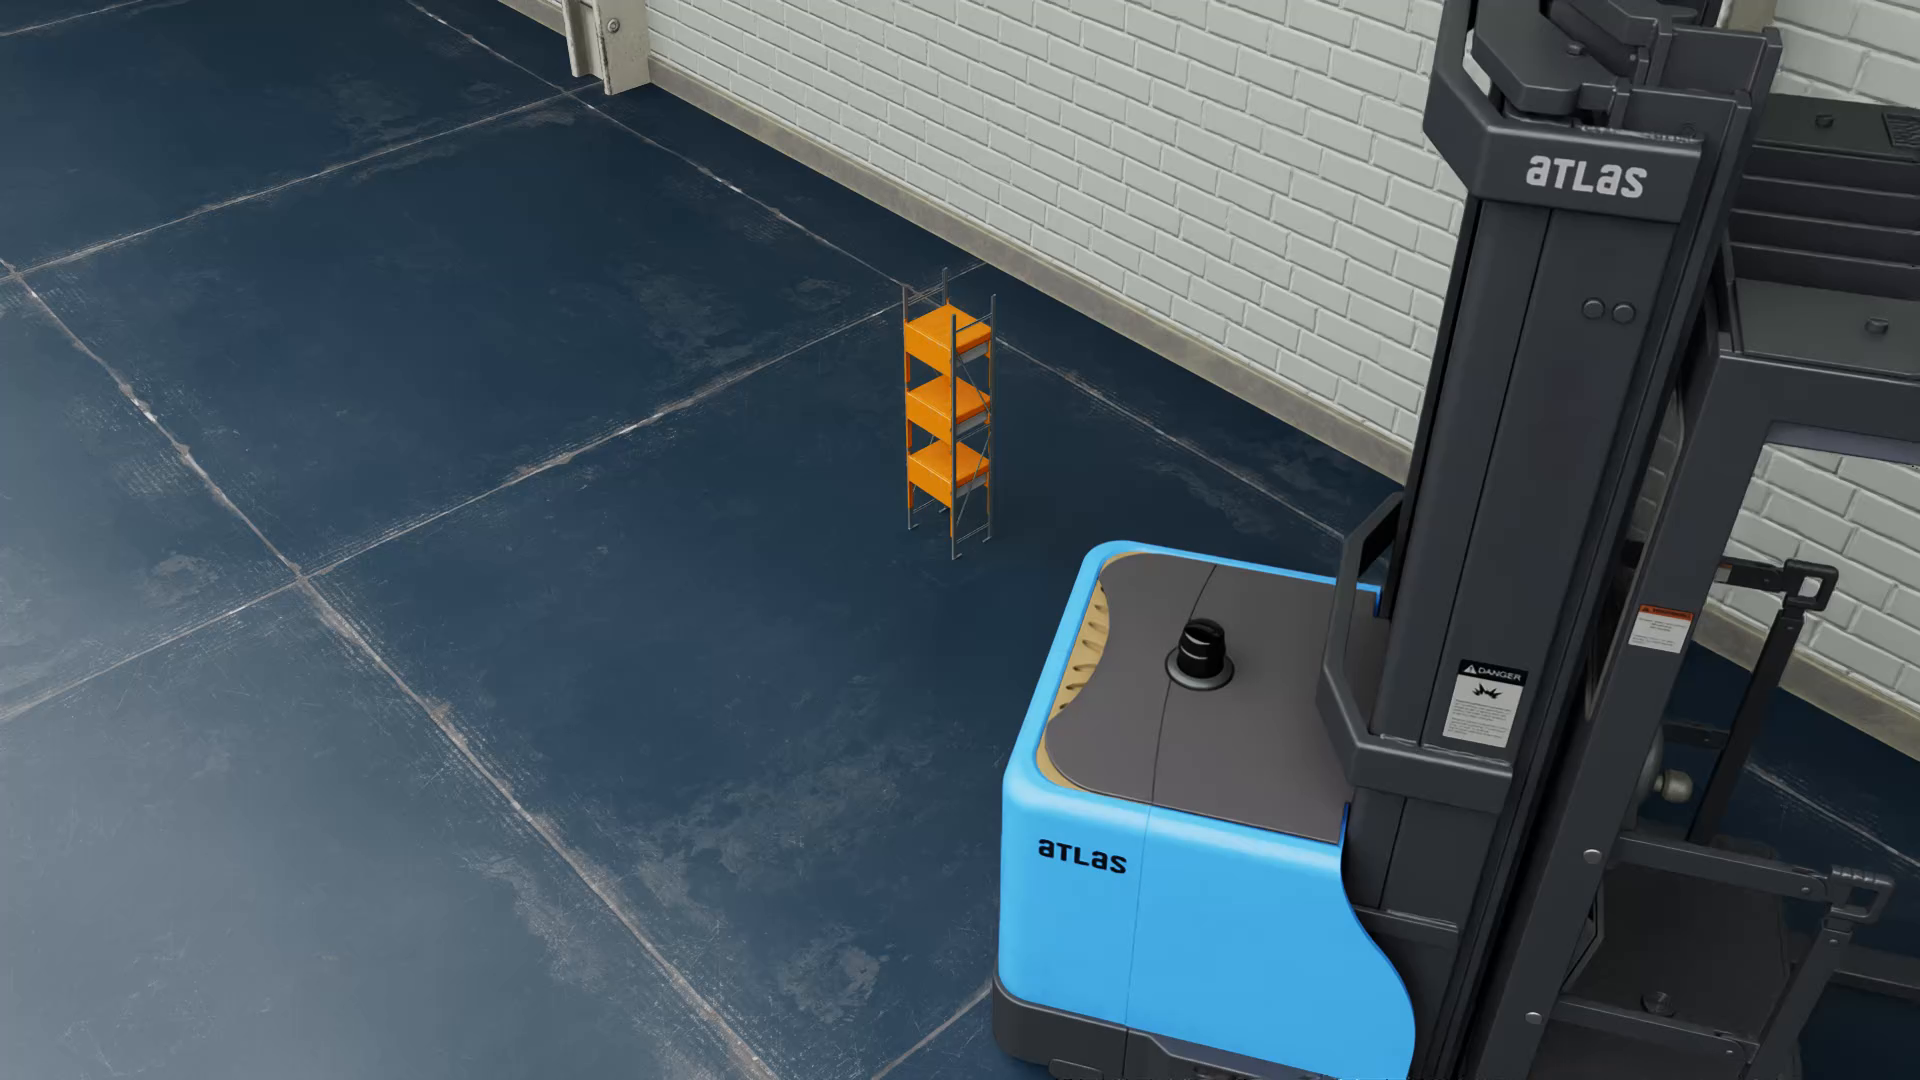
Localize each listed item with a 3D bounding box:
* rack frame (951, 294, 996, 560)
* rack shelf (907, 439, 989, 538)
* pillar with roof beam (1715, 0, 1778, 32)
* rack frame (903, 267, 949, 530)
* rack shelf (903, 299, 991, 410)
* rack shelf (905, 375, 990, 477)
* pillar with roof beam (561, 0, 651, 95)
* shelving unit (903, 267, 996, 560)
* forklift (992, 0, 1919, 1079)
[{"bbox_3d":[0.046,-0.377,5.881,0.200,1.050,0.008,-30,48,-32],"label":"rack frame"},{"bbox_3d":[-0.036,-0.209,6.132,0.215,0.259,0.240,-30,48,-32],"label":"rack shelf"},{"bbox_3d":[-1.100,-1.548,1.005,9.100,9.000,0.400,-30,48,-32],"label":"pillar with roof beam"},{"bbox_3d":[-0.119,-0.490,6.021,0.200,1.050,0.008,-30,48,-32],"label":"rack frame"},{"bbox_3d":[-0.036,-0.646,5.779,0.215,0.259,0.240,-30,48,-32],"label":"rack shelf"},{"bbox_3d":[-0.036,-0.425,5.957,0.215,0.259,0.240,-30,48,-32],"label":"rack shelf"},{"bbox_3d":[-5.158,-4.325,4.443,9.100,9.000,0.400,-30,48,-32],"label":"pillar with roof beam"},{"bbox_3d":[-0.036,-0.433,5.951,0.215,1.050,0.252,-30,48,-32],"label":"shelving unit"},{"bbox_3d":[1.662,0.232,3.631,3.031,2.935,1.130,10,40,13],"label":"forklift"}]
